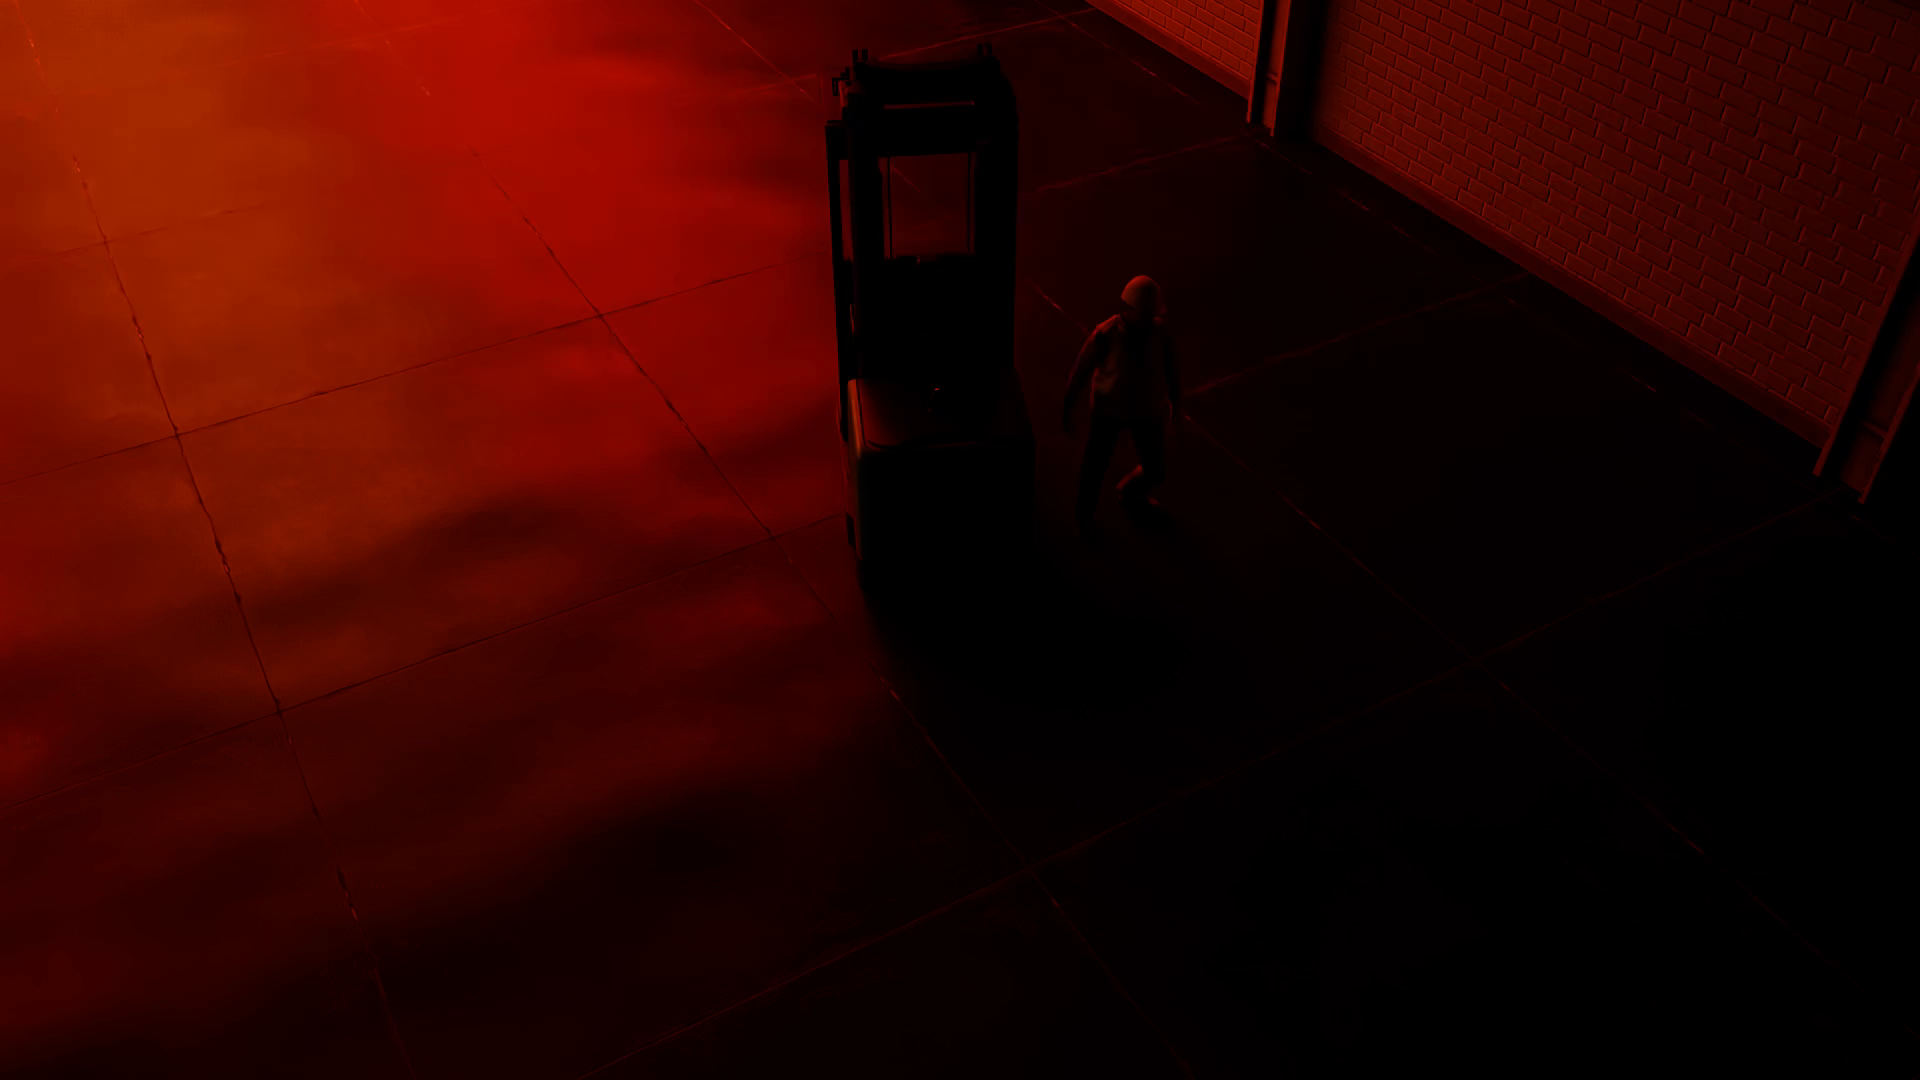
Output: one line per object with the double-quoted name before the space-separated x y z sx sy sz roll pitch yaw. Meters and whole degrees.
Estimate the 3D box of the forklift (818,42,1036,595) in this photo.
"forklift" -0.243 -1.741 10.135 1.130 2.935 3.031 -4 40 -5

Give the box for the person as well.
"person" 0.975 -0.784 9.943 0.757 1.727 0.453 -5 40 -6
